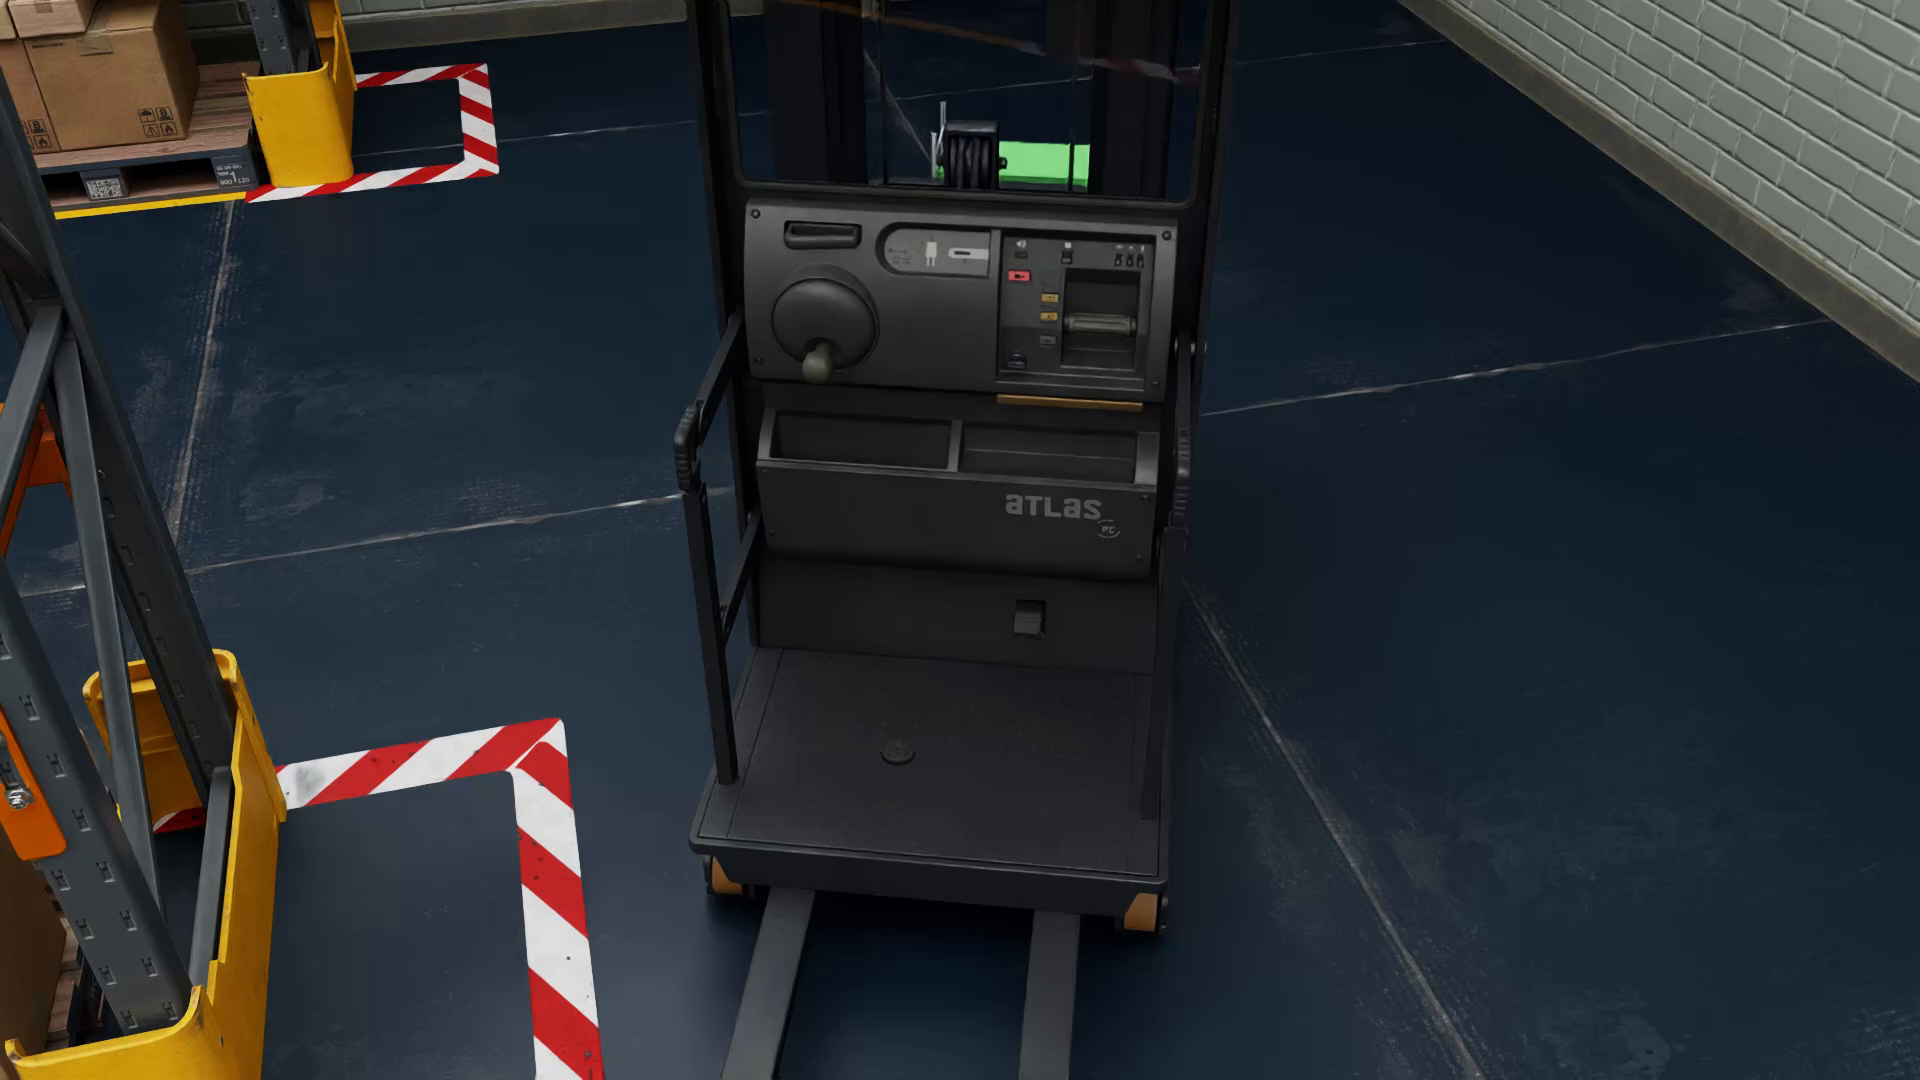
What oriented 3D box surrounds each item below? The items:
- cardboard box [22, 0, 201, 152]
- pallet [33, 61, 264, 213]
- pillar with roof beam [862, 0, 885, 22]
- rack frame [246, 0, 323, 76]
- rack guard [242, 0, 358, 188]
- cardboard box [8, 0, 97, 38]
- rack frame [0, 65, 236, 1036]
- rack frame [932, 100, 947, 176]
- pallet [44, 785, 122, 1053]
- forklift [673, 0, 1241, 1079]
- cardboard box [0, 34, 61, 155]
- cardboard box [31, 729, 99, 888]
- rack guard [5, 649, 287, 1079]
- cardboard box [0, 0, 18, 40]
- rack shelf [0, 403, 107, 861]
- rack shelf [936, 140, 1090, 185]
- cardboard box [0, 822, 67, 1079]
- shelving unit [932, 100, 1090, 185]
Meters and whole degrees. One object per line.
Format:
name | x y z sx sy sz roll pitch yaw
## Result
cardboard box | -3.661 -2.087 7.222 0.500 0.500 0.700 -9 38 -12
pallet | -3.763 -1.803 7.433 1.213 0.211 1.003 -9 38 -12
pillar with roof beam | 0.492 -3.876 2.910 0.400 9.000 9.100 -9 38 -12
rack frame | -3.011 -3.083 6.811 0.127 3.000 1.000 -9 38 -12
rack guard | -2.988 -2.094 7.576 0.348 0.500 1.175 -9 38 -12
cardboard box | -3.738 -2.218 6.858 0.250 0.149 0.380 -10 38 -12
rack frame | -1.716 -0.178 3.014 0.127 3.000 1.000 -9 38 -12
rack frame | -0.061 -0.777 5.278 0.015 1.200 0.240 4 38 5
pallet | -2.559 1.069 3.680 1.213 0.211 1.003 -9 38 -12
forklift | -0.027 -0.445 3.420 1.130 2.935 3.031 4 38 5
cardboard box | -4.144 -2.008 7.118 0.500 0.500 0.700 -9 38 -12
cardboard box | -2.210 0.644 3.923 0.250 0.149 0.380 -9 38 -12
rack guard | -1.790 0.827 3.758 0.348 0.500 1.175 -9 38 -12
cardboard box | -3.984 -2.177 6.805 0.250 0.149 0.380 -8 38 -11
rack shelf | -3.647 0.425 2.818 4.000 0.370 1.077 -9 38 -12
rack shelf | 0.181 -1.091 5.004 0.480 0.148 0.258 4 38 5
cardboard box | -2.177 0.871 3.338 0.500 0.500 0.500 -9 38 -12
shelving unit | 0.181 -0.761 5.256 0.503 1.200 0.258 4 38 5
